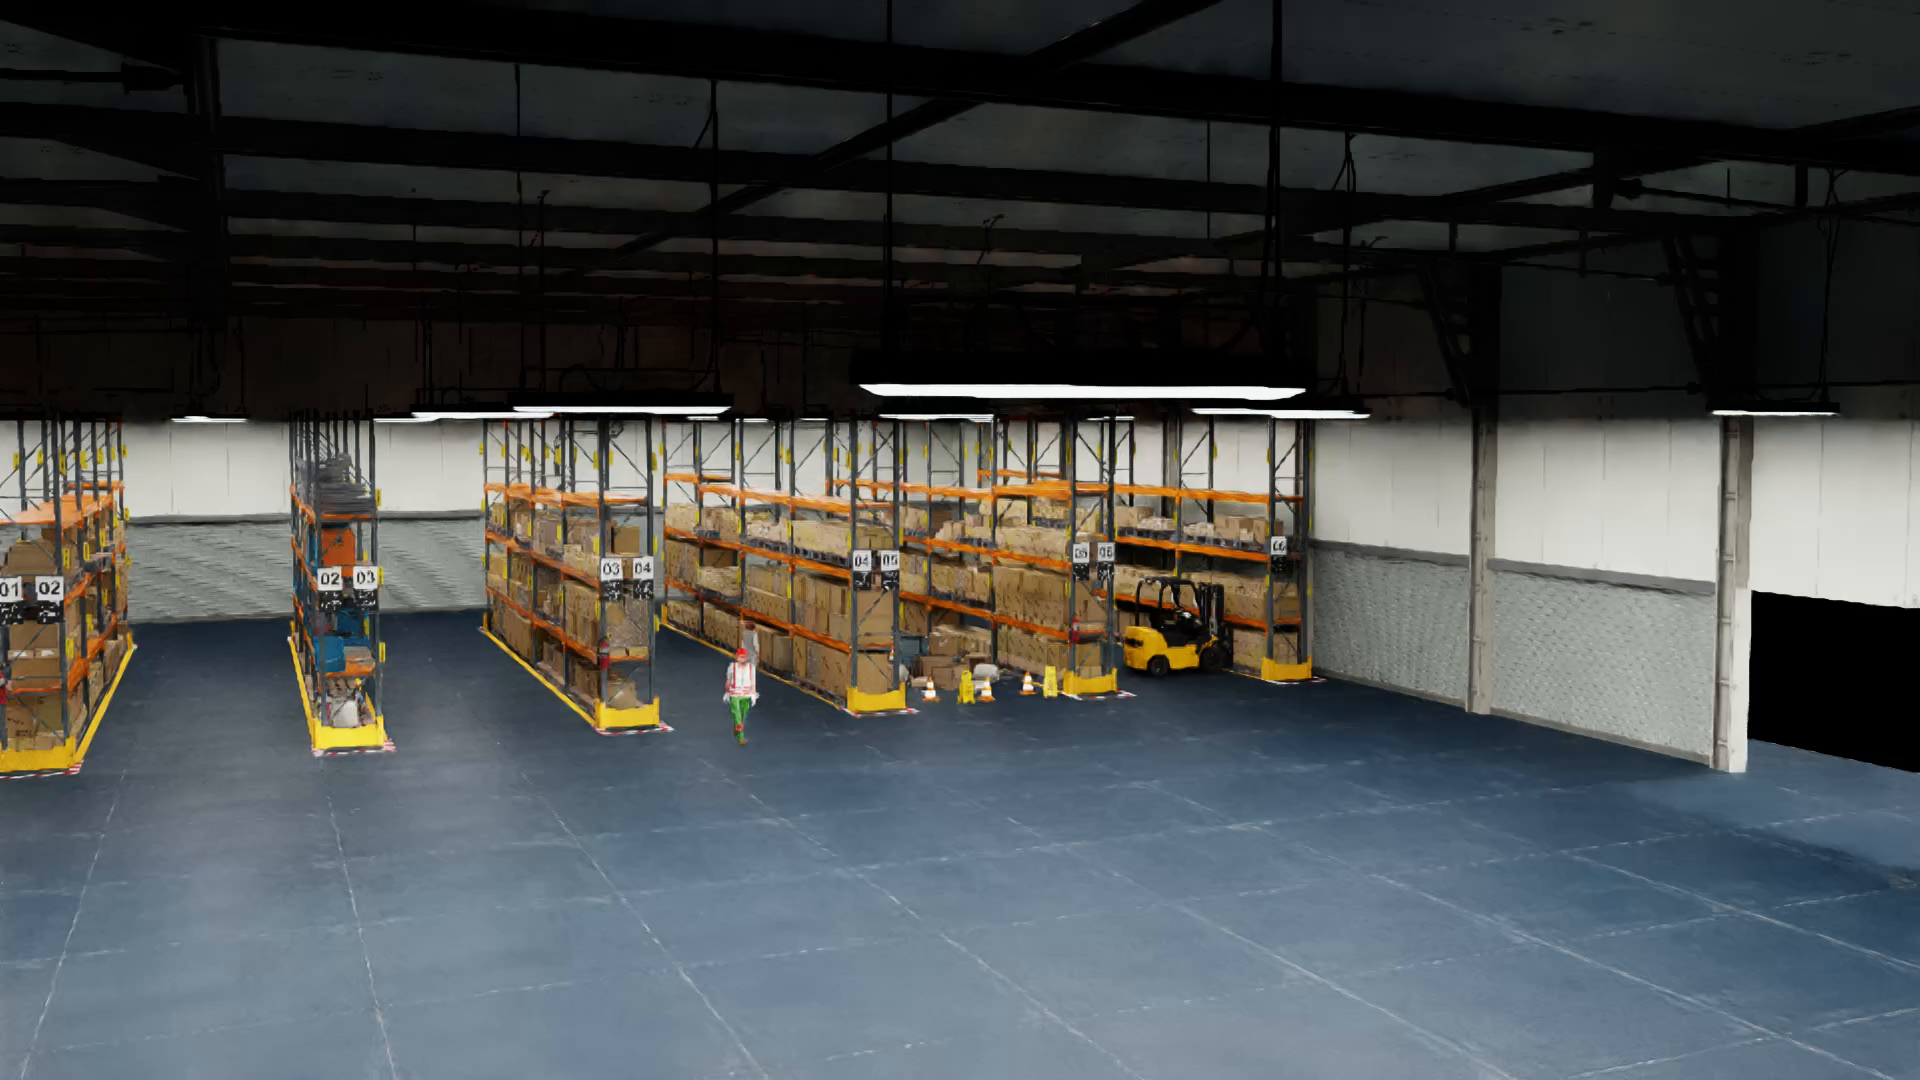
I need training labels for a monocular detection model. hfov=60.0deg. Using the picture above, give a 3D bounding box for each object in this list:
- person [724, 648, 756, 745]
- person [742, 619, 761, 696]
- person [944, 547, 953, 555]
[{"bbox_3d":[-3.910,2.768,29.774,0.550,1.709,1.128,-2,4,-25],"label":"person"},{"bbox_3d":[-4.390,2.481,34.961,0.469,1.566,0.399,3,5,36],"label":"person"},{"bbox_3d":[-0.380,0.981,55.976,0.490,1.661,0.590,2,4,23],"label":"person"}]
